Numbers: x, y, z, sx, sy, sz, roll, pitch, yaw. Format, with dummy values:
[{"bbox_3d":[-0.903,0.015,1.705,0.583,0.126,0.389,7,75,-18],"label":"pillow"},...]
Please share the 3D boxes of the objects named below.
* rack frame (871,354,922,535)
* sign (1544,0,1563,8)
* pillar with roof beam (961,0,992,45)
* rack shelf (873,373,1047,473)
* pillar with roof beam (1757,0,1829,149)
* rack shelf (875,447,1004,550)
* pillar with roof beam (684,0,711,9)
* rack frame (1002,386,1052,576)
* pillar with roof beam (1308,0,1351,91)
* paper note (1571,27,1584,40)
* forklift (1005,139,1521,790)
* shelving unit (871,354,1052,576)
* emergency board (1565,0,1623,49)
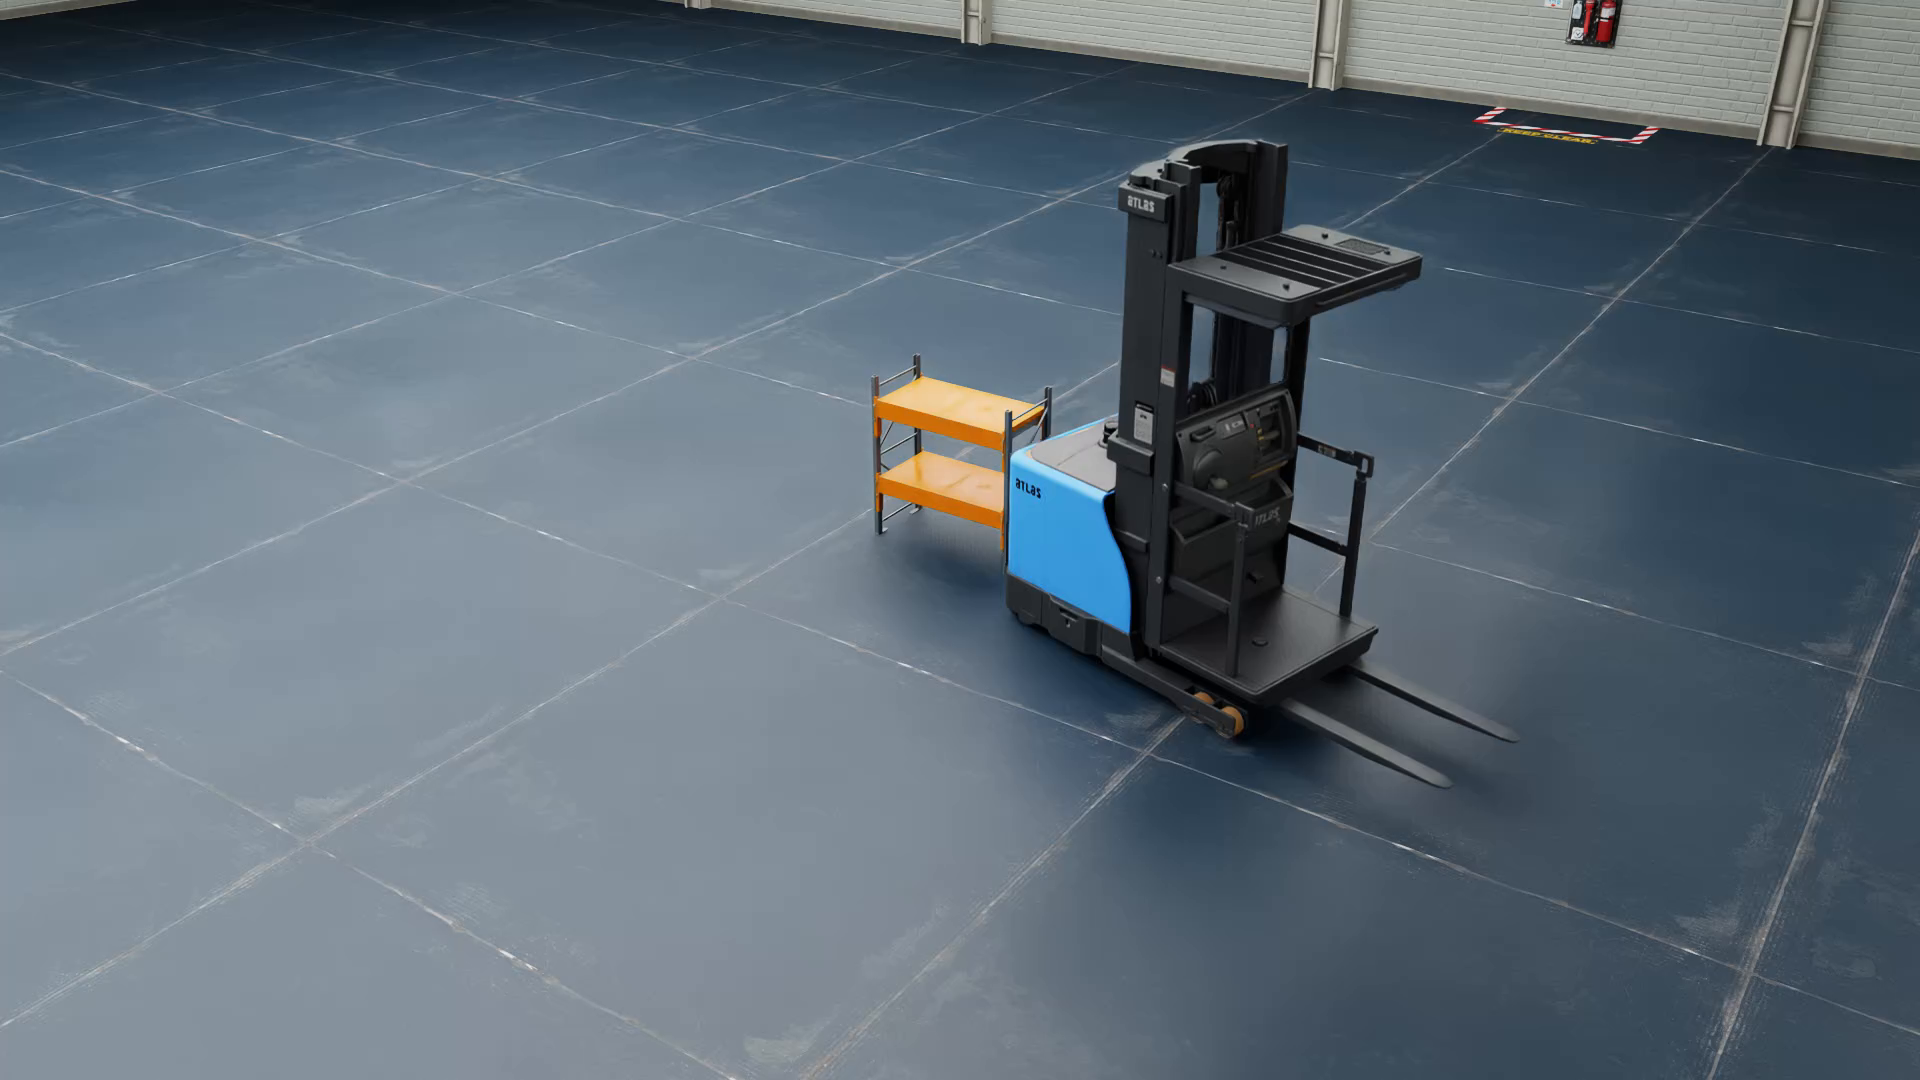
[{"bbox_3d":[-0.413,-0.630,11.022,0.032,1.125,0.500,17,32,30],"label":"rack frame"},{"bbox_3d":[7.745,-7.104,21.636,0.234,0.329,0.001,17,32,30],"label":"sign"},{"bbox_3d":[-2.172,-10.404,21.546,0.400,9.000,9.100,17,32,30],"label":"pillar with roof beam"},{"bbox_3d":[0.006,-0.760,10.633,1.000,0.278,0.538,17,32,30],"label":"rack shelf"},{"bbox_3d":[7.720,-7.322,15.491,0.400,9.000,9.100,17,32,30],"label":"pillar with roof beam"},{"bbox_3d":[0.006,-0.282,10.876,1.000,0.278,0.538,17,32,30],"label":"rack shelf"},{"bbox_3d":[-7.117,-11.945,24.574,0.400,9.000,9.100,17,32,30],"label":"pillar with roof beam"},{"bbox_3d":[0.425,-0.369,10.509,0.032,1.125,0.500,17,32,30],"label":"rack frame"},{"bbox_3d":[2.774,-8.863,18.518,0.400,9.000,9.100,17,32,30],"label":"pillar with roof beam"},{"bbox_3d":[8.035,-6.586,21.629,0.142,0.148,0.016,17,32,30],"label":"paper note"},{"bbox_3d":[1.628,-0.503,8.781,1.130,2.935,3.031,-22,34,-36],"label":"forklift"},{"bbox_3d":[0.006,-0.500,10.765,1.048,1.125,0.538,17,32,30],"label":"shelving unit"},{"bbox_3d":[8.142,-6.907,21.289,0.643,1.169,0.194,17,32,30],"label":"emergency board"}]
